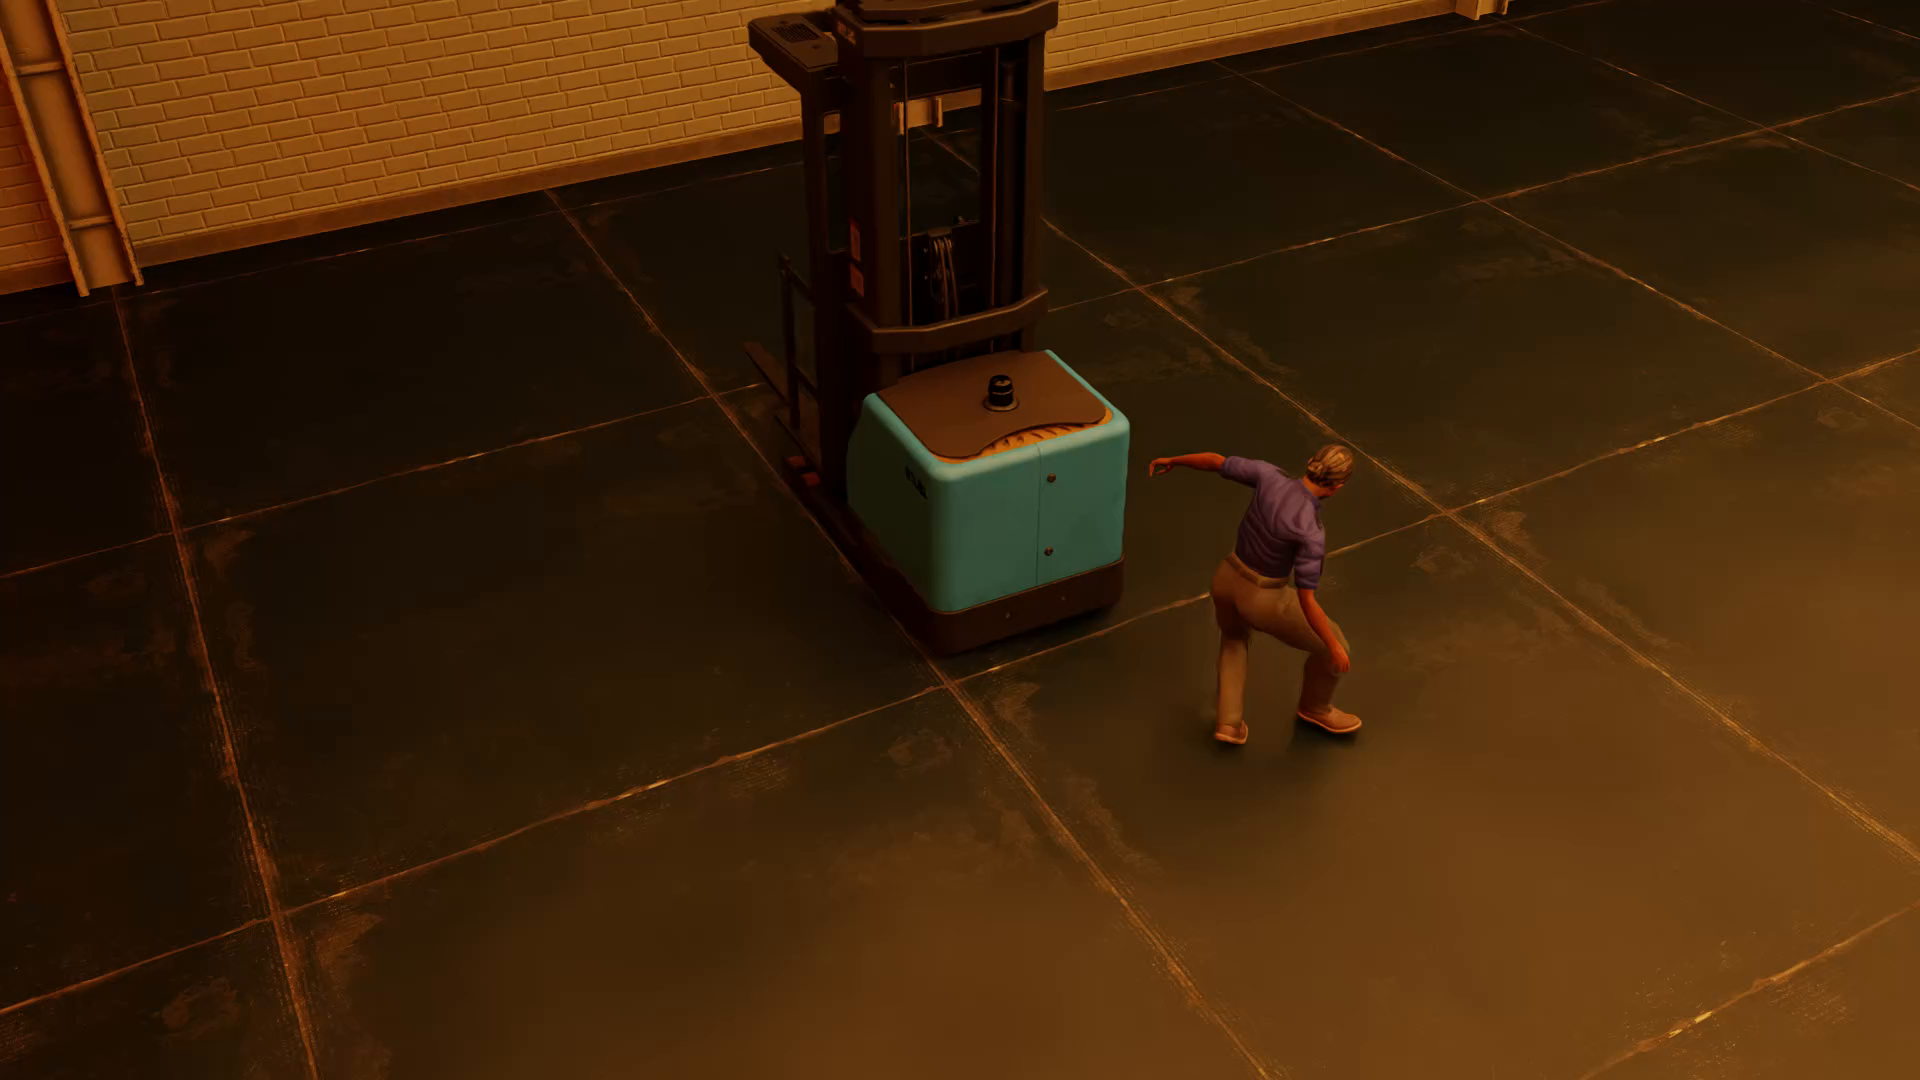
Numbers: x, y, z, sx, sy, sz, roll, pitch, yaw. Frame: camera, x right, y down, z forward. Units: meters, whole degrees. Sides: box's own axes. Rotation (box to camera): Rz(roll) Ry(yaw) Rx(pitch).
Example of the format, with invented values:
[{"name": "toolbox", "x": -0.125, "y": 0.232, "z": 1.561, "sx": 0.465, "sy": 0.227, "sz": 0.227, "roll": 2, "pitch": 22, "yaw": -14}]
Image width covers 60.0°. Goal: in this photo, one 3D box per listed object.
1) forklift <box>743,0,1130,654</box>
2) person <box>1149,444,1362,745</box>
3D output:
[{"name": "forklift", "x": -0.318, "y": -1.498, "z": 8.243, "sx": 1.130, "sy": 2.935, "sz": 3.031, "roll": -16, "pitch": 38, "yaw": -22}, {"name": "person", "x": 1.290, "y": 0.166, "z": 7.173, "sx": 0.659, "sy": 1.454, "sz": 1.105, "roll": -19, "pitch": 39, "yaw": -25}]
